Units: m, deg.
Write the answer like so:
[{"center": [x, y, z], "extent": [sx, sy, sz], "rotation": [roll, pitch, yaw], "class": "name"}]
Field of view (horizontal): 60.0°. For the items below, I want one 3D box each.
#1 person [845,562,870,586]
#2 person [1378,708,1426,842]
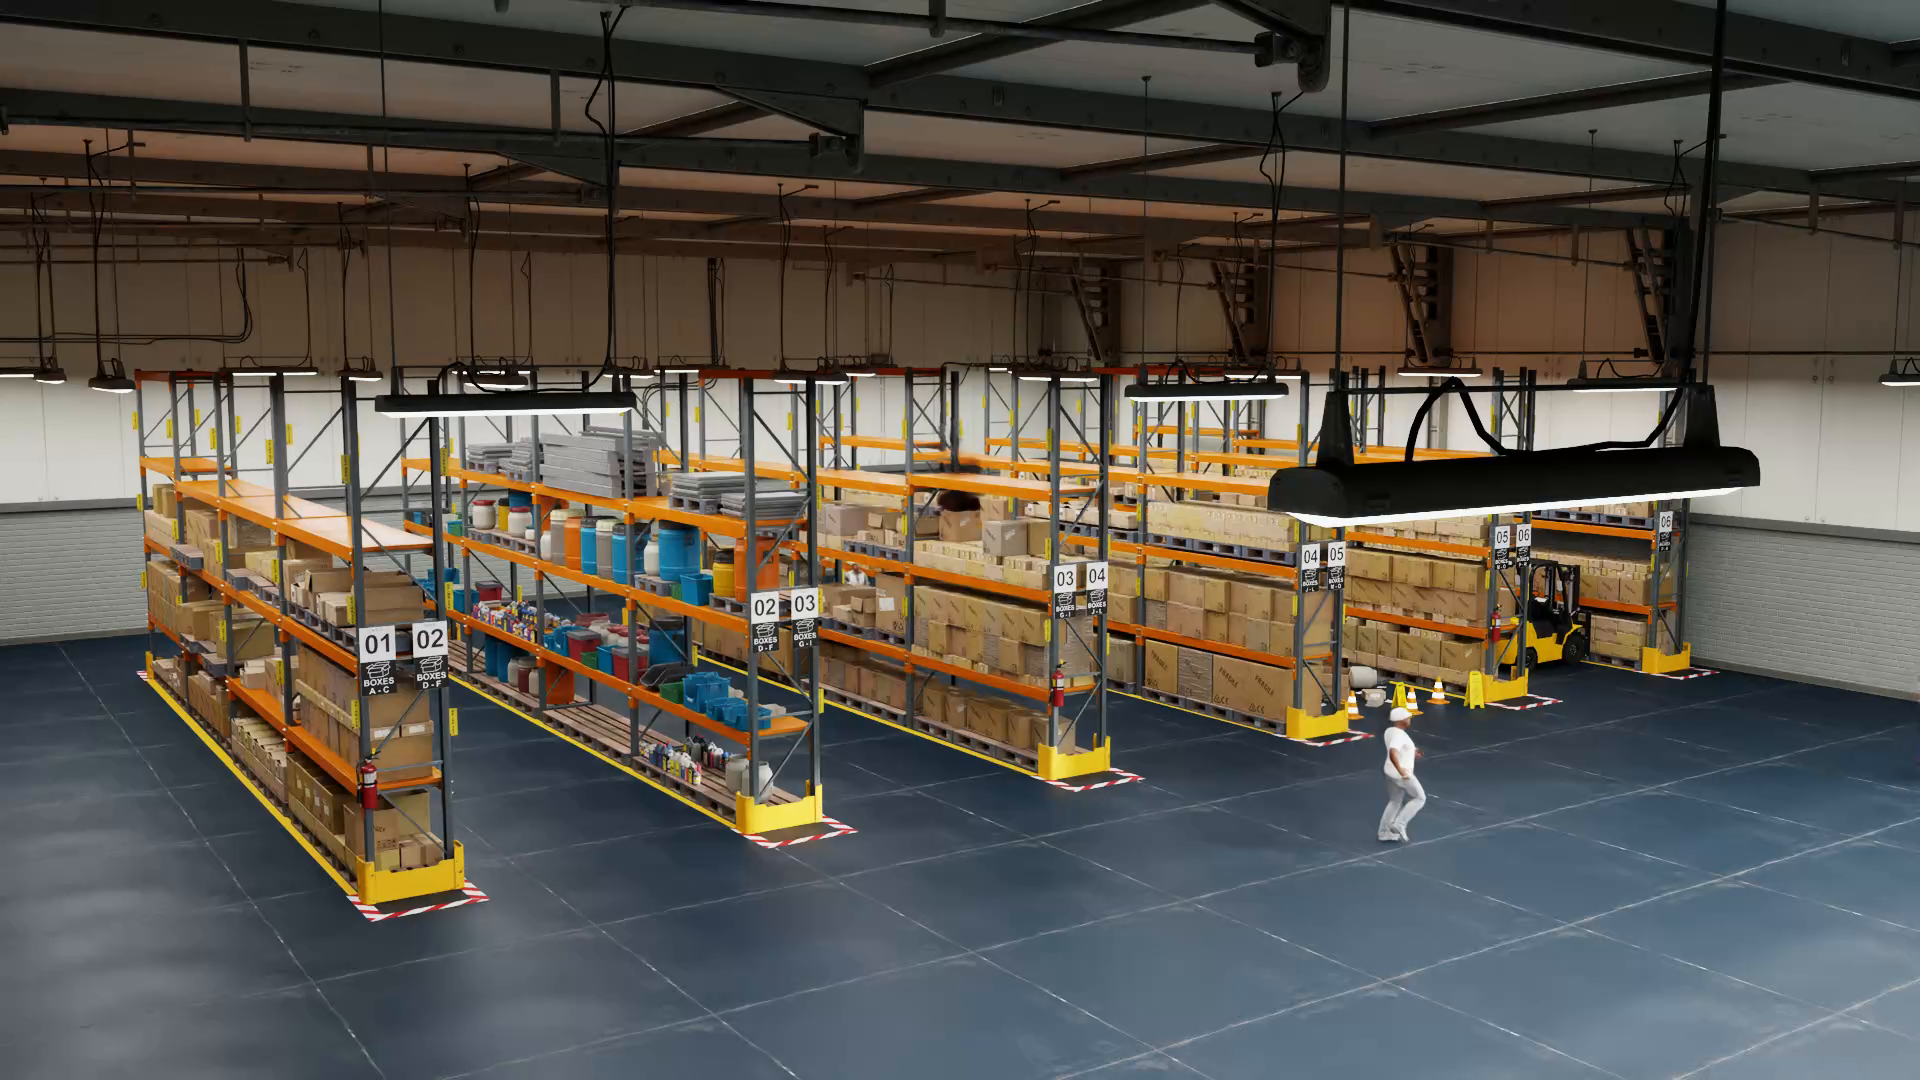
[{"center": [-2.316, 1.278, 36.738], "extent": [0.646, 1.779, 0.953], "rotation": [-4, 8, -31], "class": "person"}, {"center": [5.722, 3.029, 21.507], "extent": [0.660, 1.741, 0.692], "rotation": [-1, 7, -11], "class": "person"}]
